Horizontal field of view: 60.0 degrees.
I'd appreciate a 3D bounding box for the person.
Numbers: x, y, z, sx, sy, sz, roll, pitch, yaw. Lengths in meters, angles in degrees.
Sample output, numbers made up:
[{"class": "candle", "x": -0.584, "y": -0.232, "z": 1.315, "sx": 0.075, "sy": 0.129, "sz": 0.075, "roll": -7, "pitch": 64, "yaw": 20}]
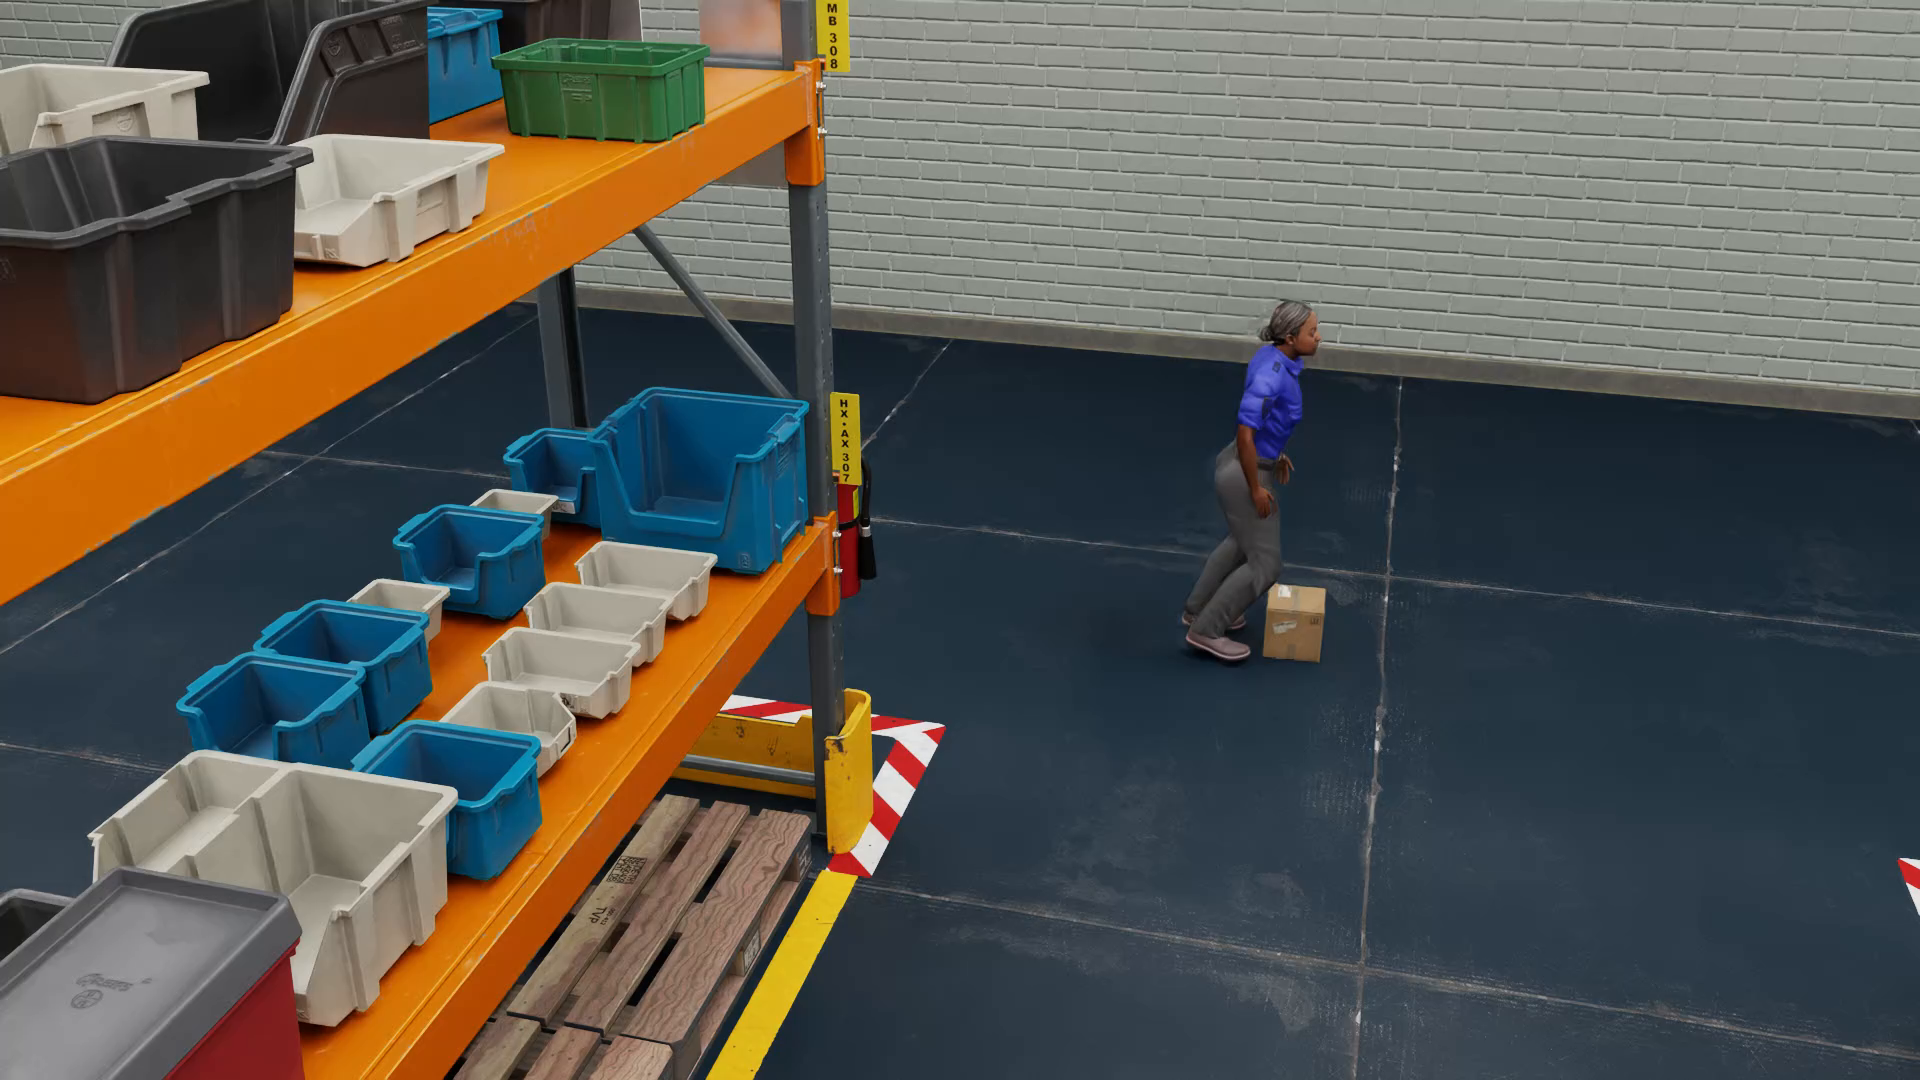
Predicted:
[{"class": "person", "x": 1.256, "y": -0.273, "z": 7.242, "sx": 0.509, "sy": 1.604, "sz": 0.592, "roll": 5, "pitch": 26, "yaw": 10}]
